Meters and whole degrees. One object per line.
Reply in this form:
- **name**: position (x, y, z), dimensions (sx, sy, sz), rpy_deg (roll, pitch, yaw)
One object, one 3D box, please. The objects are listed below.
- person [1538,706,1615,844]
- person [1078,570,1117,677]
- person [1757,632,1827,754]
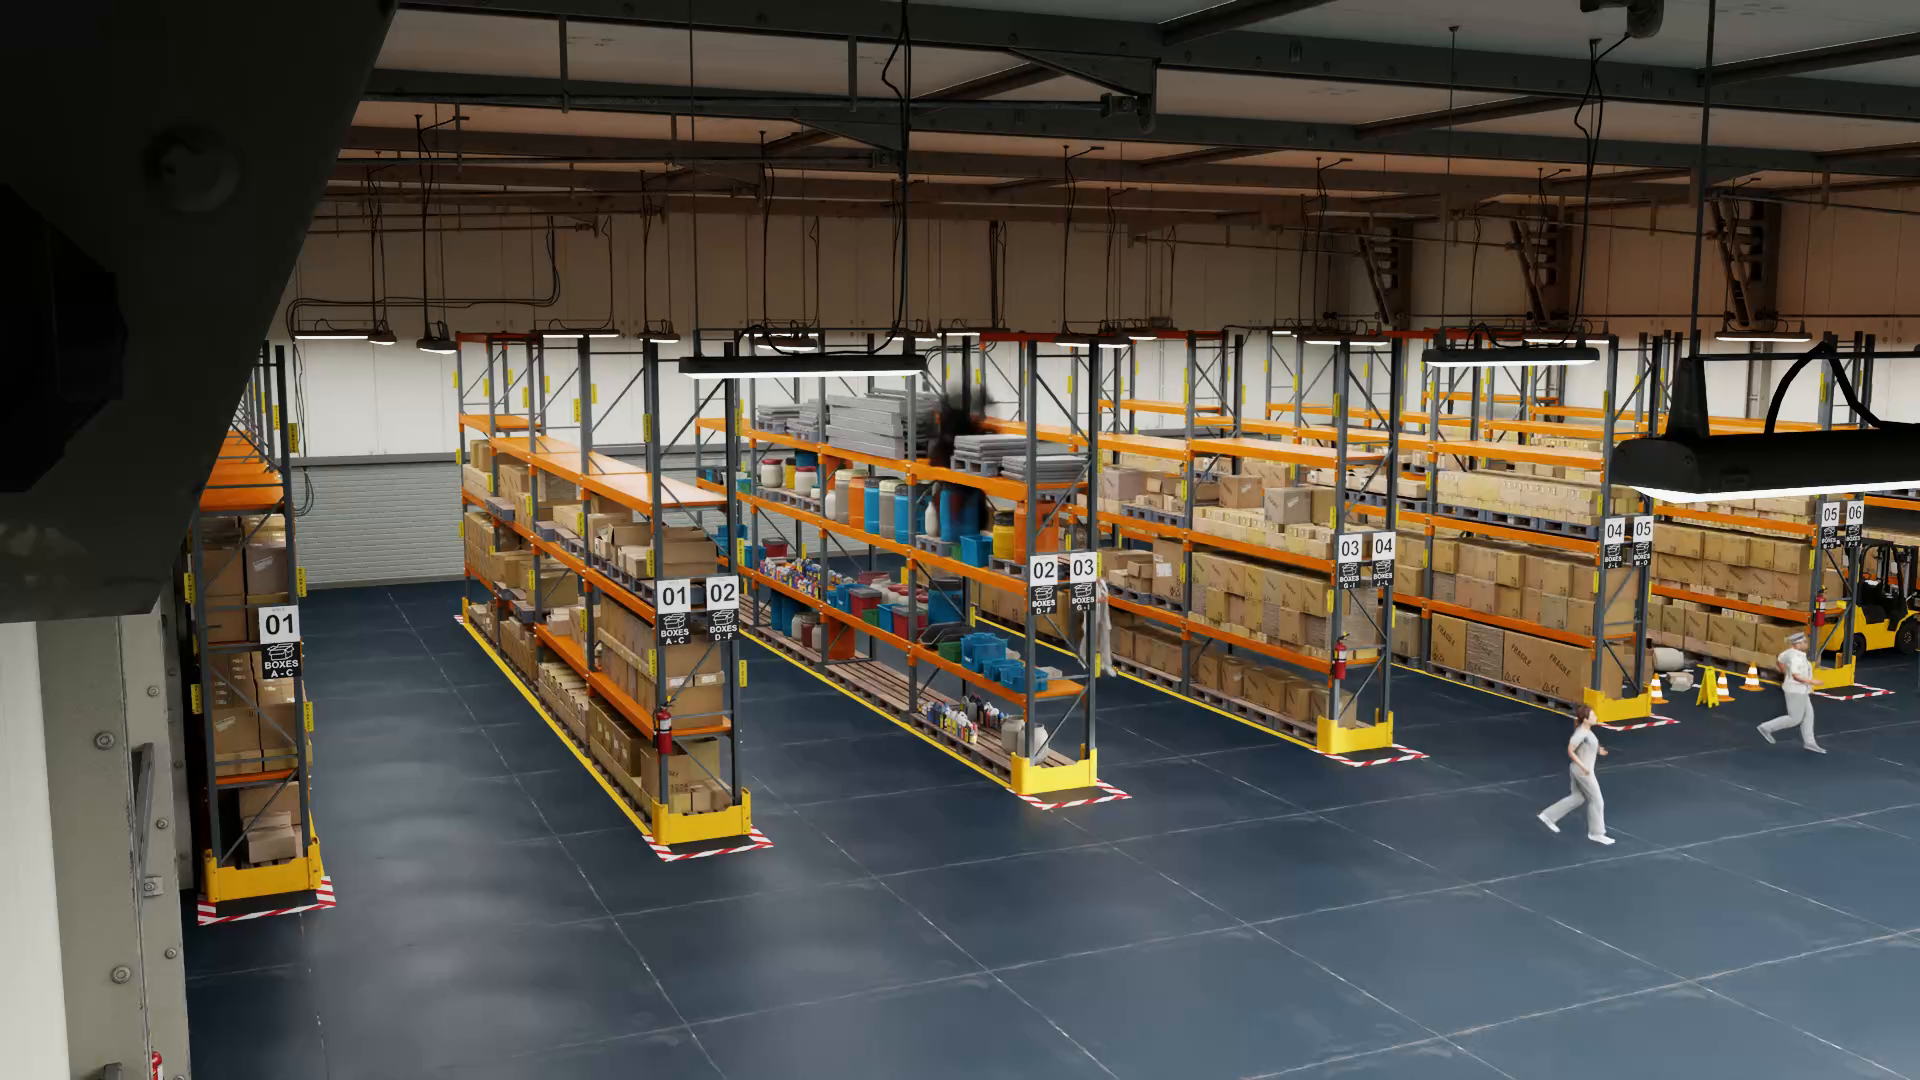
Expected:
- **person**: position (7.467, 2.813, 20.064), dimensions (0.889, 1.680, 0.558), rpy_deg (2, 8, 13)
- **person**: position (2.321, 1.357, 28.239), dimensions (0.690, 1.834, 0.866), rpy_deg (-5, 9, -31)
- **person**: position (12.155, 2.213, 24.208), dimensions (0.956, 1.784, 0.675), rpy_deg (3, 8, 20)
